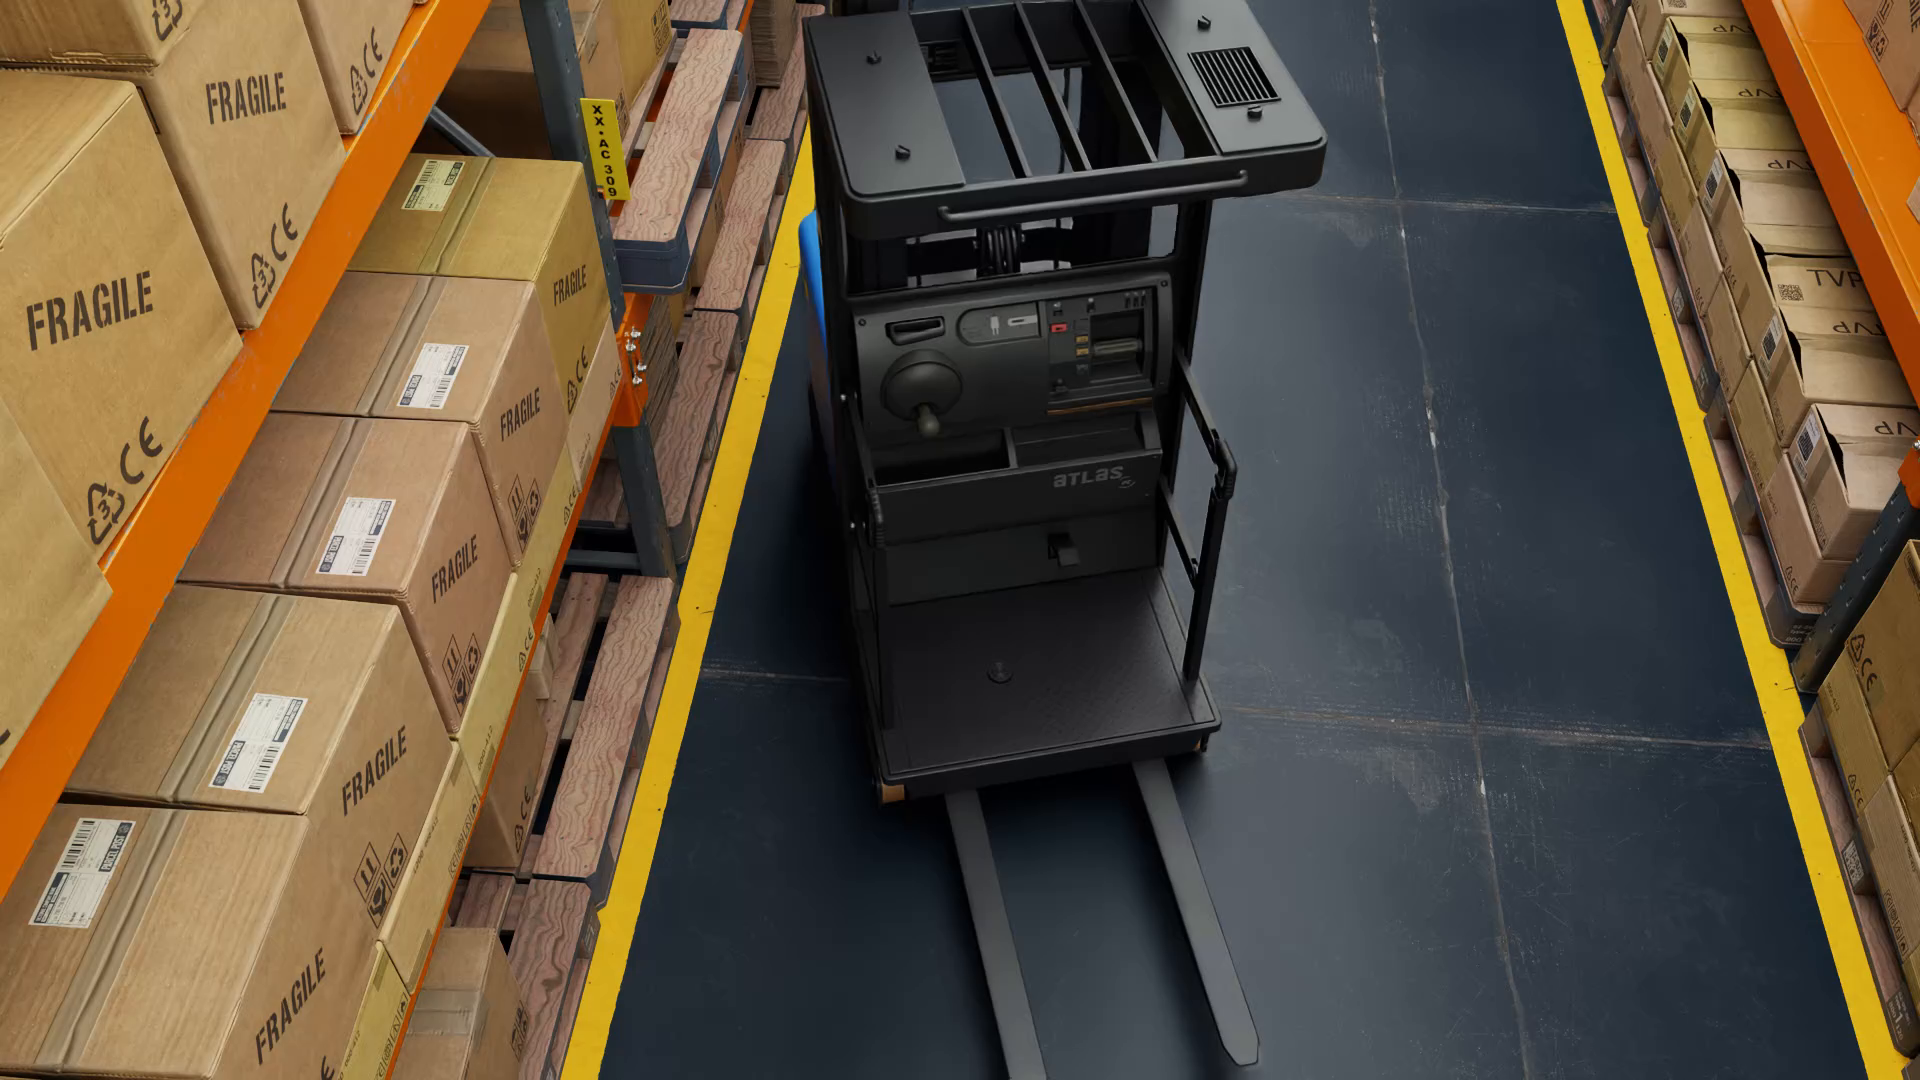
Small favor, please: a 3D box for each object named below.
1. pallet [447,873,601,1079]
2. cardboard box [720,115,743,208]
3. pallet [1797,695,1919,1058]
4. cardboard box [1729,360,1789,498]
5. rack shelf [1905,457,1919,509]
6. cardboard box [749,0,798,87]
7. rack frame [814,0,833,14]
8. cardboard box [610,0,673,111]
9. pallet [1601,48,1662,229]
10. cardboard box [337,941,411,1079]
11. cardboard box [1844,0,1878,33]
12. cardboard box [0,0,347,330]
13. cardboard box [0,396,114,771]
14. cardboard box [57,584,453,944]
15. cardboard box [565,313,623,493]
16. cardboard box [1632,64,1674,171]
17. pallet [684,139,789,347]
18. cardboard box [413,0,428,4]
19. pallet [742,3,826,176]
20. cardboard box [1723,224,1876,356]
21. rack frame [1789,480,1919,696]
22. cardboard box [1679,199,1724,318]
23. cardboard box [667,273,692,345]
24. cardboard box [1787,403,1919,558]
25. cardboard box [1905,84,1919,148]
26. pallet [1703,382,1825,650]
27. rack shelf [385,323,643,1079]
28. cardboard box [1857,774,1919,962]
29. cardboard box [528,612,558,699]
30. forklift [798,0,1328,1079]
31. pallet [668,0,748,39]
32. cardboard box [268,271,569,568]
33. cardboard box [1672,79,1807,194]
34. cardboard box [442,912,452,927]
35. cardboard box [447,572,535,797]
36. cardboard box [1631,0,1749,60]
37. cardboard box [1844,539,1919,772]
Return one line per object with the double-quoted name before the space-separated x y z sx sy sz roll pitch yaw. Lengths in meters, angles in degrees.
"pallet" -1.662 1.515 4.721 1.003 0.211 1.213 4 48 4
"cardboard box" -1.356 -1.795 7.254 0.700 0.500 0.500 4 48 3
"pallet" 3.292 1.032 5.163 1.003 0.211 1.213 4 48 4
"cardboard box" 3.203 -0.400 6.162 0.500 0.250 0.500 3 48 3
"rack shelf" 3.224 1.222 3.587 1.077 0.370 4.000 4 48 4
"cardboard box" -1.176 -2.532 7.929 0.700 0.500 0.500 4 48 4
"rack frame" -1.163 -3.760 7.656 1.000 3.000 0.127 4 48 4
"cardboard box" -1.389 -1.785 5.484 0.700 0.500 0.500 8 48 8
"pallet" 3.657 -1.886 7.832 1.003 0.211 1.213 4 48 4
"cardboard box" -1.446 1.069 3.328 0.500 0.250 0.500 3 48 3
"cardboard box" 3.634 -2.229 6.188 0.500 0.500 0.500 2 48 1
"cardboard box" -1.398 -0.705 2.748 0.500 0.500 0.500 2 48 2
"cardboard box" -1.484 0.063 2.046 0.500 0.500 0.500 6 48 5
"cardboard box" -1.405 0.457 3.379 0.500 0.500 0.500 5 48 5
"cardboard box" -1.268 -0.408 4.679 0.500 0.250 0.500 4 48 4
"cardboard box" 3.386 -1.909 7.542 0.500 0.250 0.500 3 48 2
"pallet" -1.349 -1.351 7.342 1.003 0.211 1.213 4 48 4
"cardboard box" -1.327 -1.484 3.460 0.500 0.500 0.500 5 48 5
"pallet" -1.235 -2.245 8.160 1.003 0.211 1.213 4 48 4
"cardboard box" 3.247 -0.960 6.294 0.500 0.311 0.500 4 48 3
"rack frame" 3.406 -0.490 4.666 1.000 3.000 0.127 4 48 4
"cardboard box" 3.297 -1.150 6.848 0.500 0.250 0.500 5 48 4
"cardboard box" -1.479 -1.051 6.574 0.700 0.500 0.500 3 48 3
"cardboard box" 3.158 -0.210 5.608 0.500 0.311 0.500 4 48 4
"cardboard box" 3.541 -1.474 5.498 0.500 0.500 0.500 7 48 6
"pallet" 3.435 -0.093 6.192 1.003 0.211 1.213 4 48 4
"rack shelf" -1.709 0.892 3.889 1.077 0.370 4.000 4 48 4
"cardboard box" 3.011 0.983 4.897 0.500 0.250 0.500 4 48 4
"cardboard box" -1.546 0.382 5.490 0.380 0.166 0.250 -2 48 -2
"forklift" 0.206 -0.434 4.661 1.130 2.935 3.031 -8 48 -8
"pallet" -1.302 -2.238 6.394 1.003 0.211 1.213 4 48 4
"cardboard box" -1.302 -0.295 4.067 0.500 0.500 0.500 4 48 3
"cardboard box" 3.342 -1.706 6.977 0.500 0.311 0.500 3 48 2
"cardboard box" -1.693 1.167 4.784 0.380 0.149 0.250 0 48 0
"cardboard box" -1.353 0.328 4.006 0.500 0.250 0.500 4 48 3
"cardboard box" 3.431 -2.468 7.673 0.500 0.311 0.500 5 48 5
"cardboard box" 3.052 0.362 4.956 0.500 0.500 0.500 4 48 4
